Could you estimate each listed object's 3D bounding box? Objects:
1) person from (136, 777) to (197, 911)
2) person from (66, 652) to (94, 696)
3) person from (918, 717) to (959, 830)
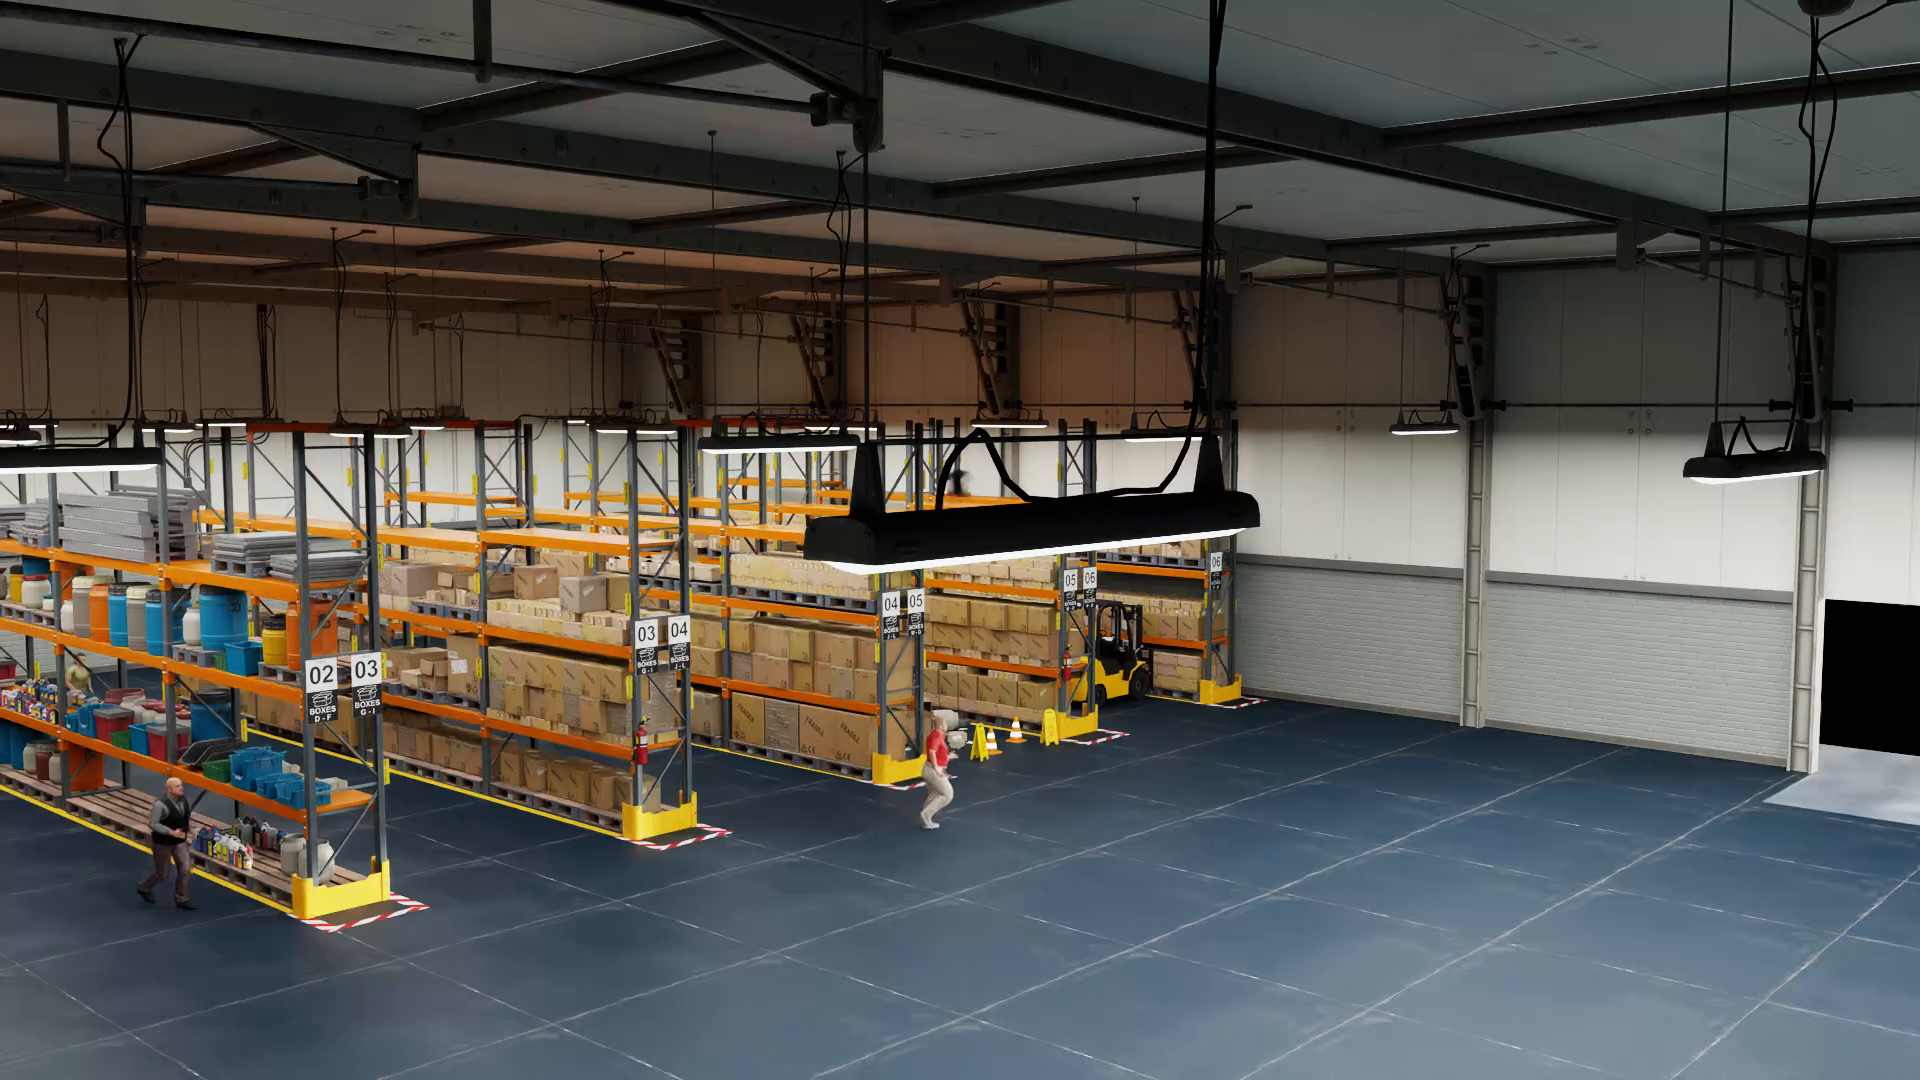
[{"bbox_3d":[-9.959,3.791,20.836,0.887,1.689,0.645,2,5,25],"label":"person"},{"bbox_3d":[-16.990,2.939,31.964,0.683,1.600,0.563,2,5,24],"label":"person"},{"bbox_3d":[-0.289,3.471,24.748,0.678,1.674,0.668,-1,5,-14],"label":"person"}]
